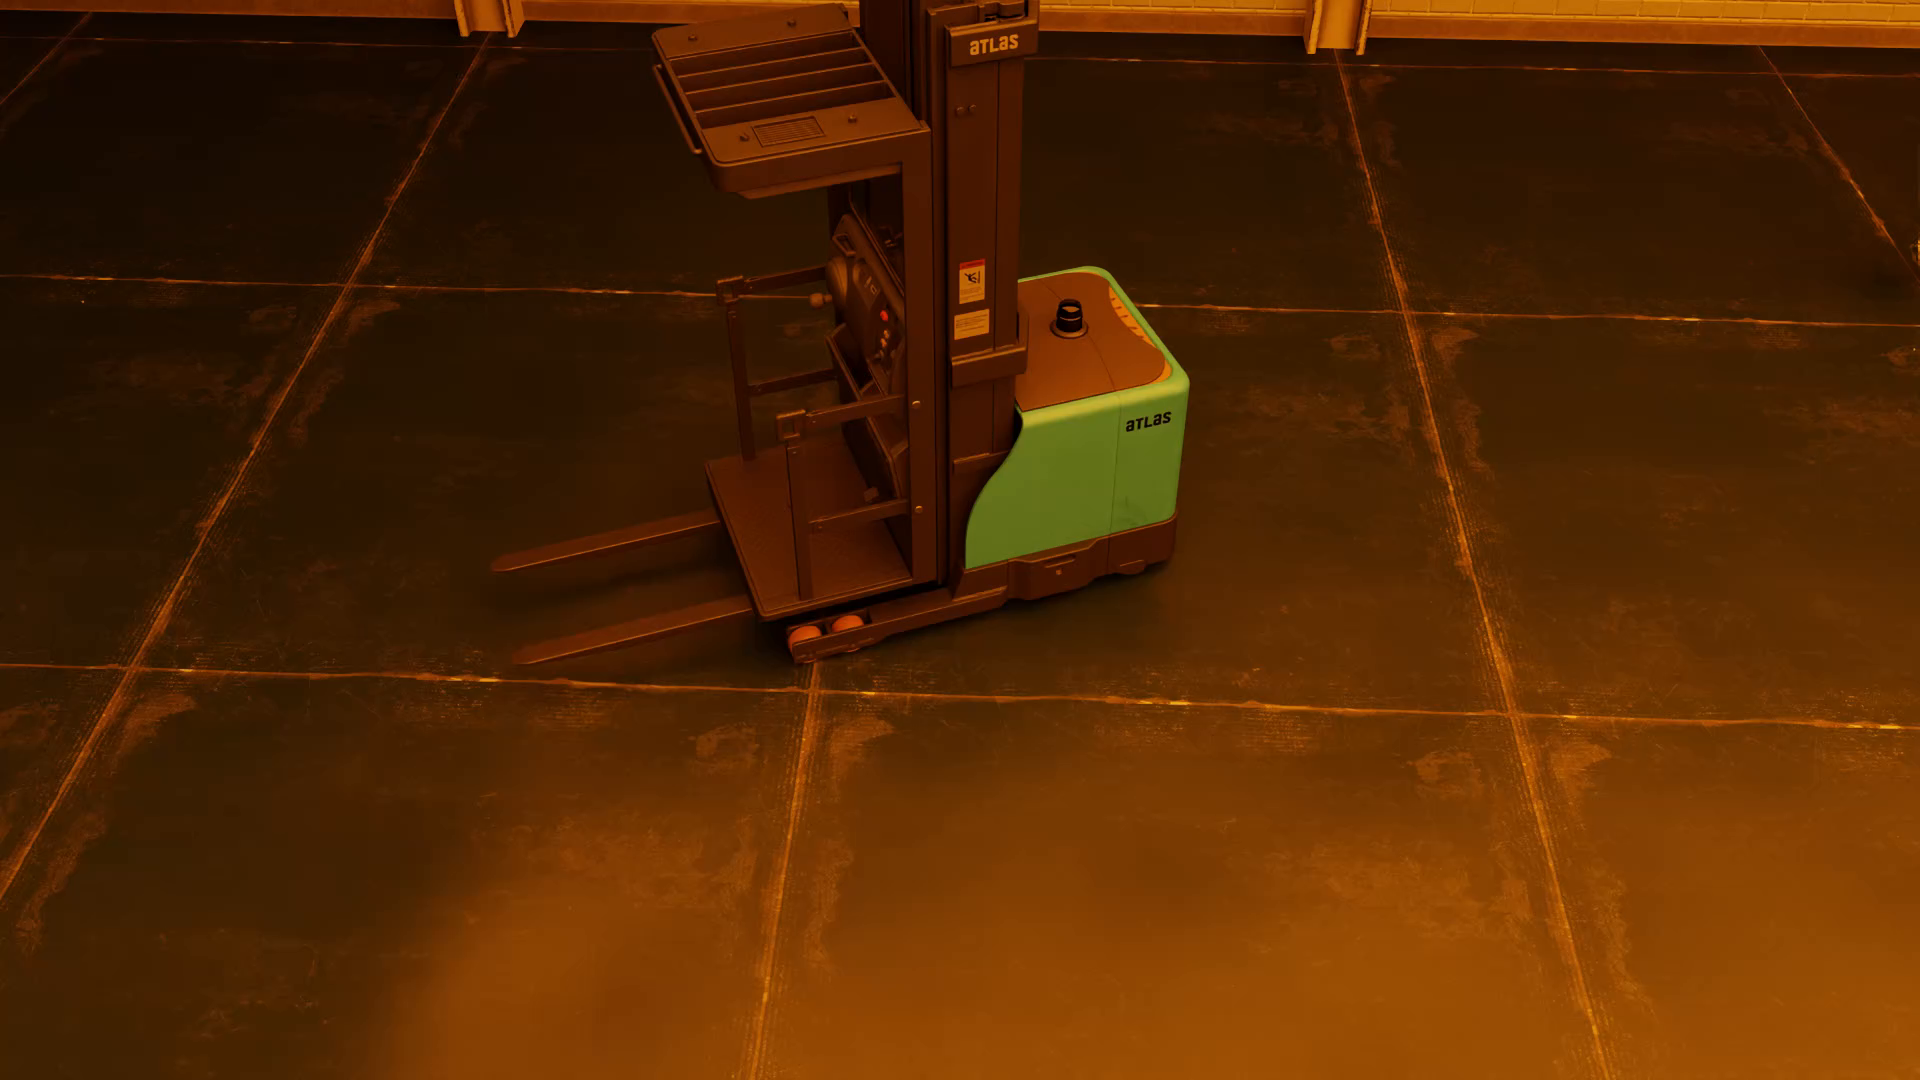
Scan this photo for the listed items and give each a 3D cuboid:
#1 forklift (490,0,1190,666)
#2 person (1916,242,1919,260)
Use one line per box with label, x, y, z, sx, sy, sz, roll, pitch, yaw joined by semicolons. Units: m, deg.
forklift;-0.573;-0.945;6.778;3.031;2.935;1.130;-13;44;-14
person;5.683;-2.033;8.928;0.457;1.645;0.651;-8;43;-8
